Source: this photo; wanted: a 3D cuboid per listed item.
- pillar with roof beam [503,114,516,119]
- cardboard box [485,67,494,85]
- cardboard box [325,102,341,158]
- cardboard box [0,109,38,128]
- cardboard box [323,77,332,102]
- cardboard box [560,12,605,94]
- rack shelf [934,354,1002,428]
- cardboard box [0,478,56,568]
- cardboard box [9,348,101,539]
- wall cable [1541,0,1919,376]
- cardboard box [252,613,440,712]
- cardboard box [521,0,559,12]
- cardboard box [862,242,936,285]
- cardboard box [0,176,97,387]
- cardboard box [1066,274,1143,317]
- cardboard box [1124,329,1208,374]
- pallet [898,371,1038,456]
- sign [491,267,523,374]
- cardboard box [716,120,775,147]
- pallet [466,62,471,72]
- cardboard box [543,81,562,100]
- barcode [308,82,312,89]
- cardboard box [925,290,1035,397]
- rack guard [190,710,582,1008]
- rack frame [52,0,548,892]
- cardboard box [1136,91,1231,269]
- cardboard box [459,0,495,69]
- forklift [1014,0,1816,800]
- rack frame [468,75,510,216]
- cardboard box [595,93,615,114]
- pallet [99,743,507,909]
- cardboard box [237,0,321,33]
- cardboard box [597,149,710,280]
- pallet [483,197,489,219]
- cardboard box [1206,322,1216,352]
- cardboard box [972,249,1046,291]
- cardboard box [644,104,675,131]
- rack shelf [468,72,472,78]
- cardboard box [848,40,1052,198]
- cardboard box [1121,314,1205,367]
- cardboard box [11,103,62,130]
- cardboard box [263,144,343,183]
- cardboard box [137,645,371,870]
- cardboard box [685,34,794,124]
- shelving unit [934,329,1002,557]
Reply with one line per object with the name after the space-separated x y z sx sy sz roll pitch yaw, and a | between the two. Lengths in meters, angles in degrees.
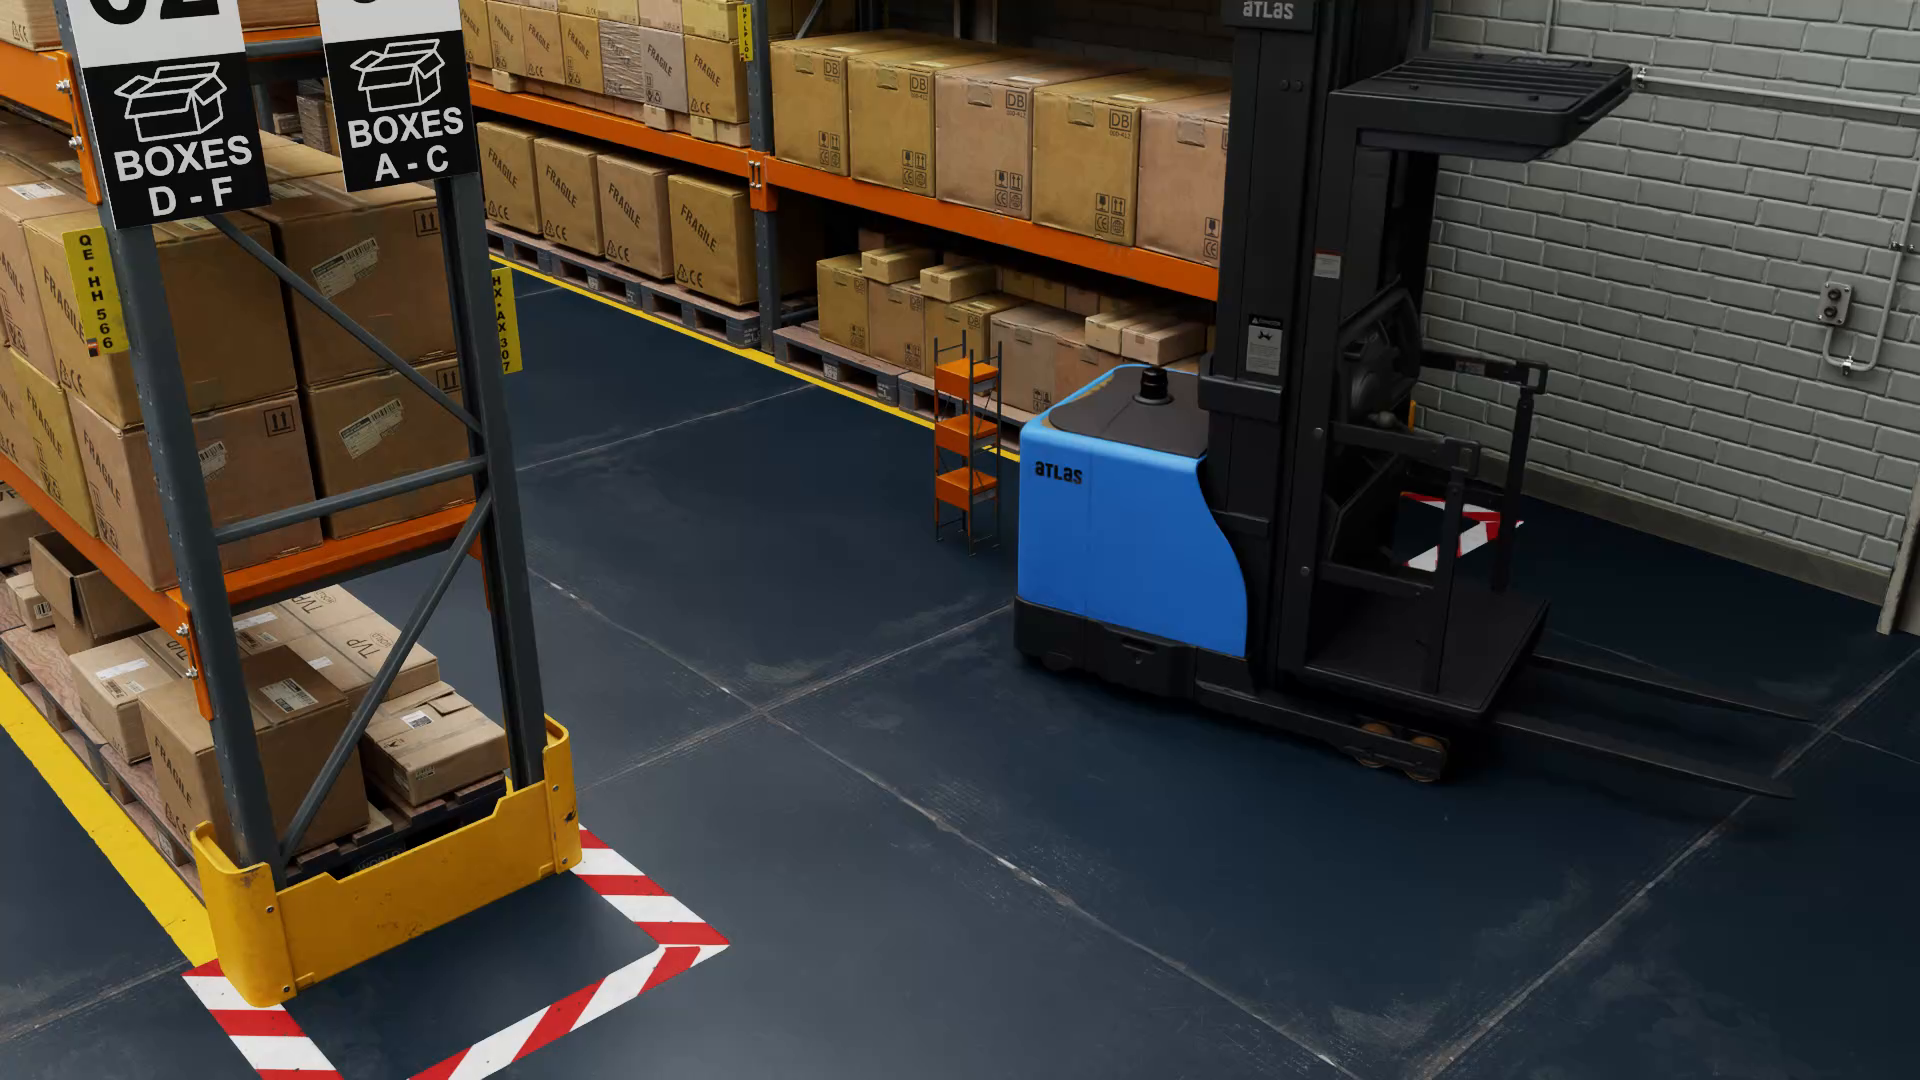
-7.039 -6.090 10.757 9.100 9.000 0.400 -21 32 -38 | pillar with roof beam
-3.418 -3.593 12.790 0.380 0.149 0.250 -21 32 -38 | cardboard box
-5.469 -3.857 15.571 0.700 0.500 0.500 -22 32 -39 | cardboard box
-3.698 -1.290 6.138 0.500 0.500 0.500 -22 33 -40 | cardboard box
-5.555 -4.208 15.437 0.500 0.250 0.500 -22 33 -39 | cardboard box
-2.443 -3.445 11.685 0.500 0.500 0.500 -20 31 -37 | cardboard box
0.037 -0.710 7.883 0.215 0.259 0.240 -21 32 -38 | rack shelf
-4.390 -0.112 7.592 0.500 0.311 0.500 -21 32 -38 | cardboard box
-2.647 -0.372 5.332 0.500 0.500 0.500 -21 32 -38 | cardboard box
3.394 -1.861 7.492 0.084 1.984 1.851 -21 32 -38 | wall cable
-2.291 0.542 6.231 0.500 0.250 0.500 -21 32 -38 | cardboard box
-2.805 -3.950 11.888 0.500 0.250 0.500 -21 32 -38 | cardboard box
-0.368 -1.668 10.017 0.380 0.149 0.250 -20 31 -37 | cardboard box
-2.636 -0.822 5.113 0.500 0.500 0.500 -20 31 -37 | cardboard box
0.816 -1.376 9.377 0.380 0.149 0.250 -21 32 -38 | cardboard box
1.277 -0.756 8.799 0.700 0.500 0.500 -21 32 -38 | cardboard box
0.395 -0.840 9.836 1.003 0.211 1.213 -21 32 -38 | pallet
-1.389 -0.660 5.040 0.100 0.325 0.005 -21 32 -38 | sign
-1.343 -2.647 10.718 0.380 0.149 0.250 -21 32 -38 | cardboard box
-4.204 -4.041 13.725 1.213 0.211 1.003 -21 32 -38 | pallet
-2.852 -3.371 12.304 0.380 0.149 0.250 -20 31 -37 | cardboard box
-6.567 -4.594 16.803 0.001 0.075 0.075 -21 32 -38 | barcode
0.221 -1.219 9.815 0.700 0.500 0.500 -20 31 -37 | cardboard box
-1.837 1.002 5.451 1.175 0.500 0.348 -21 32 -38 | rack guard
-1.785 -0.112 4.882 1.000 3.000 0.127 -21 32 -38 | rack frame
1.472 -1.807 8.235 0.980 0.700 0.700 -20 31 -36 | cardboard box
-3.494 -3.913 12.710 0.500 0.500 0.500 -20 31 -37 | cardboard box
1.759 -0.676 6.200 3.031 2.935 1.130 14 28 28 | forklift
-3.640 -3.942 13.278 1.000 3.000 0.127 -21 32 -38 | rack frame
-2.353 -3.129 11.772 0.380 0.149 0.250 -20 31 -37 | cardboard box
-2.383 0.892 6.040 1.003 0.211 1.213 -21 32 -38 | pallet
-1.951 -1.637 4.790 0.500 0.250 0.500 -21 32 -38 | cardboard box
-2.054 -2.372 11.920 0.750 0.750 0.750 -20 31 -37 | cardboard box
-4.173 -2.911 14.377 1.003 0.211 1.213 -21 32 -38 | pallet
1.508 -1.070 8.706 0.380 0.149 0.250 -21 32 -38 | cardboard box
0.291 -1.609 9.886 0.380 0.149 0.250 -21 32 -38 | cardboard box
-1.901 -2.872 11.210 0.380 0.149 0.250 -21 32 -38 | cardboard box
-5.007 -4.221 14.755 1.077 0.370 4.000 -21 32 -38 | rack shelf
-0.052 -2.475 9.701 0.980 0.700 0.700 -22 33 -40 | cardboard box
1.056 -1.039 8.637 0.380 0.149 0.250 -22 32 -39 | cardboard box
-3.288 -1.438 6.462 0.500 0.500 0.500 -21 32 -38 | cardboard box
-2.259 -0.978 5.455 0.500 0.500 0.500 -21 32 -38 | cardboard box
-2.337 0.730 5.518 0.500 0.500 0.500 -21 32 -38 | cardboard box
-1.405 -2.989 10.685 0.500 0.500 0.500 -22 32 -39 | cardboard box
0.037 -0.461 7.997 0.215 1.050 0.252 -21 32 -38 | shelving unit
